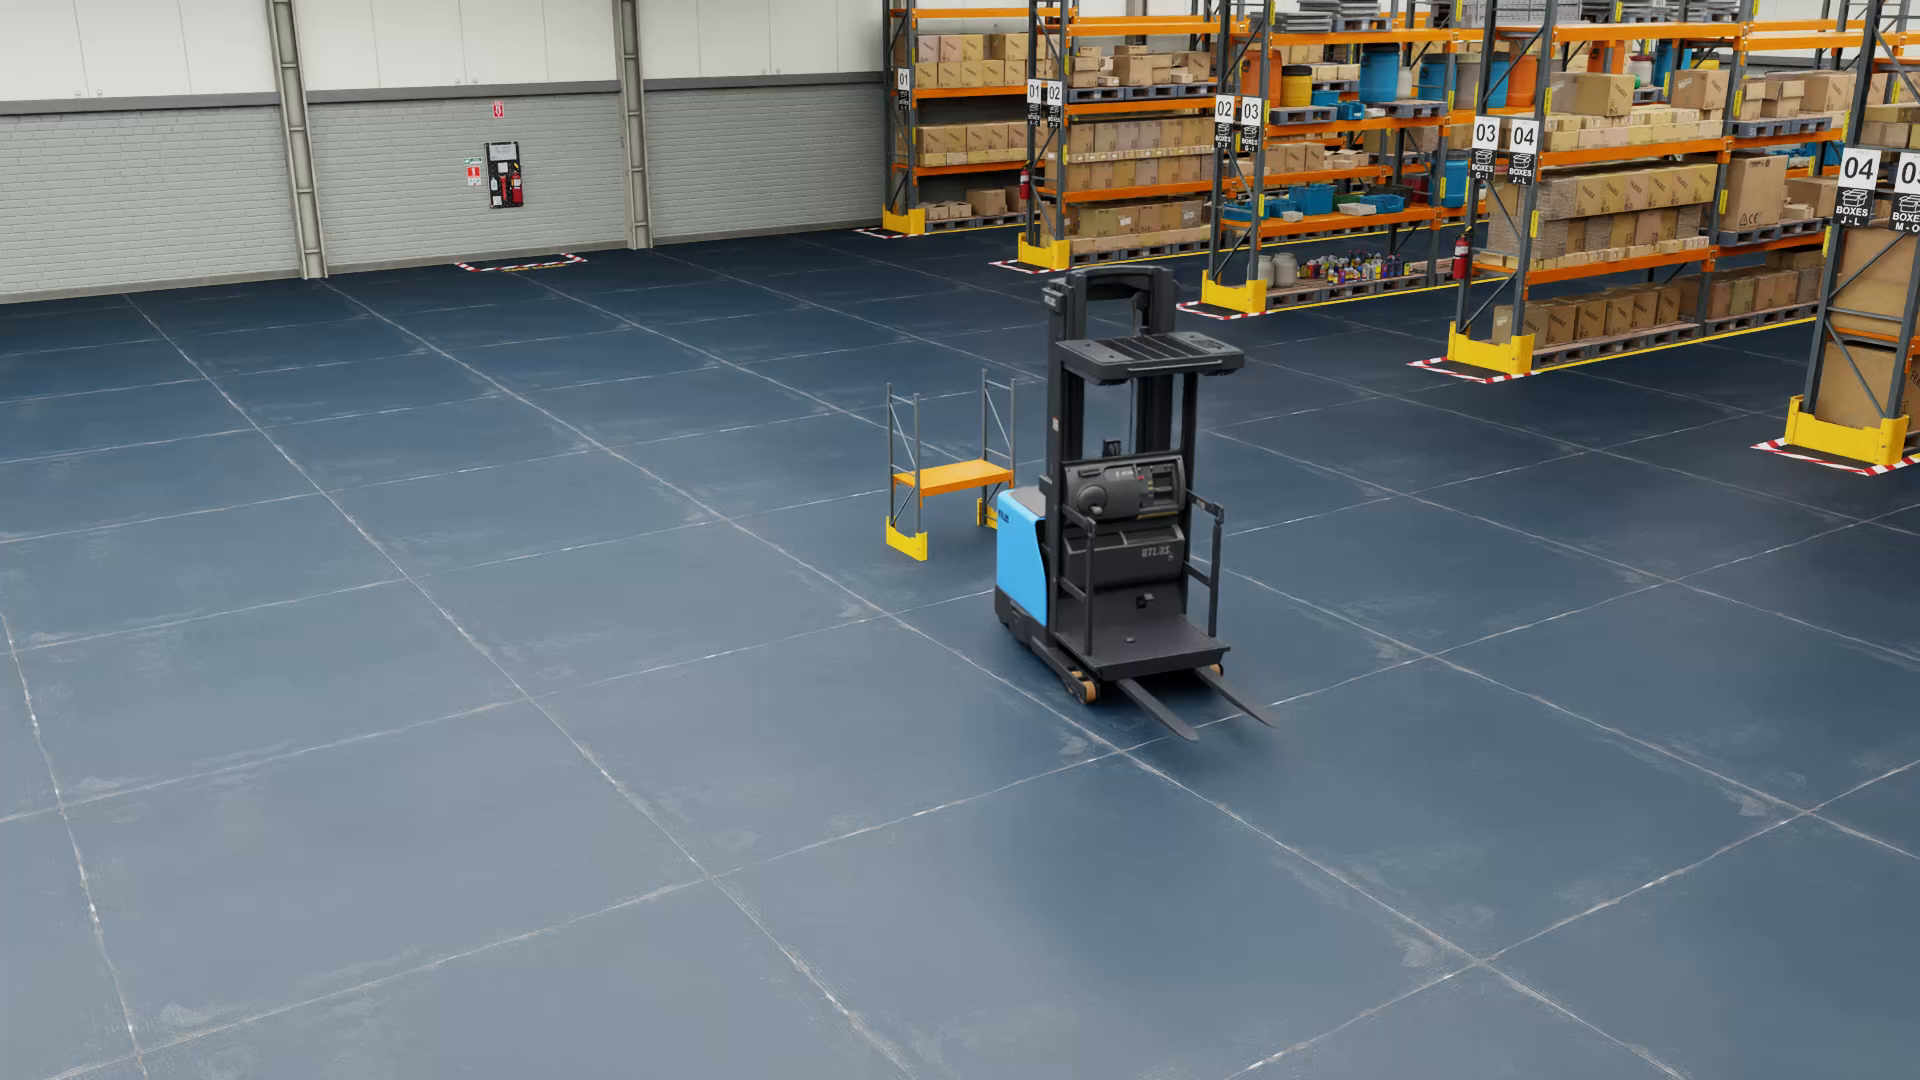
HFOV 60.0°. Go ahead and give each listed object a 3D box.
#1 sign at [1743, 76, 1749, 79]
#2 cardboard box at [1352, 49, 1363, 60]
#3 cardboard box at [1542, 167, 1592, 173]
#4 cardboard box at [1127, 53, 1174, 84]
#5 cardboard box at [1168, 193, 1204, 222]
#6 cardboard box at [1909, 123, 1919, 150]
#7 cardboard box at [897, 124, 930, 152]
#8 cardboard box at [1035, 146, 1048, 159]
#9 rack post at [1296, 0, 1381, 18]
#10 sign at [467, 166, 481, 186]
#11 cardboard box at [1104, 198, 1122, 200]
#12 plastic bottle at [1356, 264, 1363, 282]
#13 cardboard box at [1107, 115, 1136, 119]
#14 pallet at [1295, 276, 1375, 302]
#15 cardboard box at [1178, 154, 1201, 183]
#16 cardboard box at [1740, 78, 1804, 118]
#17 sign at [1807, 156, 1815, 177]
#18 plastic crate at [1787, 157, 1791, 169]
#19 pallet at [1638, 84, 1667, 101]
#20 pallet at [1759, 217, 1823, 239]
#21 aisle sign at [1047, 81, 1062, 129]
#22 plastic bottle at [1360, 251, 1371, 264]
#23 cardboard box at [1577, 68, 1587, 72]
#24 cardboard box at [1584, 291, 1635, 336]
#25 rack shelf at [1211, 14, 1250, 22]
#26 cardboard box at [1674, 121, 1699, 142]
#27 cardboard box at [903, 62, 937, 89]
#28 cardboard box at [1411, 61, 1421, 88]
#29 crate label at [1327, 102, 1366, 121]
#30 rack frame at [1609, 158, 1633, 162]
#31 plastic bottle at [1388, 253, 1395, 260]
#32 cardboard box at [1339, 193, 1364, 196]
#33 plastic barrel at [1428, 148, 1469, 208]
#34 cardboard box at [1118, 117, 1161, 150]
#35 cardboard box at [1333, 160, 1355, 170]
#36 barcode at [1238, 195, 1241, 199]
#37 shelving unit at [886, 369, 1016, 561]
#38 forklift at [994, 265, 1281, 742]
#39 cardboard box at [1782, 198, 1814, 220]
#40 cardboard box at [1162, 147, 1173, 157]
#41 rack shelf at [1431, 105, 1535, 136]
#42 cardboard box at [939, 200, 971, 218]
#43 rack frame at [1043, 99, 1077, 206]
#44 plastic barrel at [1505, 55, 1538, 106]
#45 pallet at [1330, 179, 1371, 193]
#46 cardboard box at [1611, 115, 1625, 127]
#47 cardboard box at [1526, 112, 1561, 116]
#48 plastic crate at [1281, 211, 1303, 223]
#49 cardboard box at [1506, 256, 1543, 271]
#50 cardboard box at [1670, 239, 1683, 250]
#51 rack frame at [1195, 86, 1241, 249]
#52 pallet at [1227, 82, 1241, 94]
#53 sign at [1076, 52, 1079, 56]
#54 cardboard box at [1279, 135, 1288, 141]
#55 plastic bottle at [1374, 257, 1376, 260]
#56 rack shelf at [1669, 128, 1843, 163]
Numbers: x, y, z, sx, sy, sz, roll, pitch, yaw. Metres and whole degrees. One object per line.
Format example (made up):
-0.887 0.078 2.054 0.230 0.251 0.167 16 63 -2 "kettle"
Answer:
14.563 -8.449 30.857 0.005 0.325 0.100 -12 22 -31 "sign"
9.535 -11.469 39.225 0.500 0.250 0.500 -12 22 -32 "cardboard box"
8.121 -4.735 22.386 0.500 0.500 0.500 -12 22 -31 "cardboard box"
3.415 -8.567 30.183 0.637 0.503 0.797 -9 21 -25 "cardboard box"
4.300 -6.342 31.787 0.500 0.500 0.500 -12 22 -31 "cardboard box"
10.152 -4.142 17.088 0.500 0.250 0.500 -12 22 -32 "cardboard box"
-0.932 -8.141 33.675 0.500 0.500 0.500 -12 22 -32 "cardboard box"
1.482 -8.101 34.726 0.500 0.250 0.500 -12 22 -31 "cardboard box"
5.841 -8.214 25.608 0.954 0.300 0.937 -12 22 -32 "rack post"
-8.714 -6.528 29.814 0.234 0.329 0.001 -12 22 -31 "sign"
3.141 -7.675 36.480 0.500 0.500 0.700 -12 22 -32 "cardboard box"
6.465 -4.324 26.923 0.097 0.271 0.097 0 19 0 "plastic bottle"
3.579 -8.970 36.250 0.500 0.500 0.700 -9 21 -24 "cardboard box"
5.977 -4.118 27.097 1.213 0.211 1.003 -12 22 -31 "pallet"
4.055 -6.961 30.995 0.500 0.500 0.700 -12 22 -32 "cardboard box"
11.538 -6.329 23.782 0.637 0.503 0.797 -11 22 -29 "cardboard box"
13.337 -5.839 26.024 0.005 0.325 0.100 -12 22 -31 "sign"
16.029 -7.395 32.603 0.300 0.233 0.416 -12 22 -31 "plastic crate"
12.715 -8.138 30.246 1.213 0.211 1.003 -12 22 -31 "pallet"
12.015 -4.692 24.739 1.213 0.211 1.003 -12 22 -31 "pallet"
1.632 -7.522 28.751 0.004 0.787 0.394 -12 22 -31 "aisle sign"
6.757 -4.646 27.754 0.185 0.351 0.144 -12 22 -31 "plastic bottle"
13.337 -10.130 36.077 0.500 0.250 0.500 -12 22 -31 "cardboard box"
8.999 -3.160 23.154 0.500 0.500 0.500 -14 23 -36 "cardboard box"
7.143 -11.781 37.789 4.000 0.370 1.077 -12 22 -31 "rack shelf"
9.626 -5.548 22.523 0.500 0.250 0.500 -11 22 -30 "cardboard box"
-0.792 -9.178 32.838 0.500 0.500 0.500 -11 22 -30 "cardboard box"
8.972 -9.437 33.635 0.500 0.500 0.910 -12 22 -31 "cardboard box"
5.985 -6.650 25.780 0.408 0.251 0.502 -12 22 -31 "crate label"
14.882 -9.202 37.780 0.127 3.000 1.000 -12 22 -31 "rack frame"
7.122 -4.564 27.511 0.185 0.351 0.144 -12 22 -31 "plastic bottle"
7.898 -6.797 33.427 0.500 0.311 0.500 -11 22 -30 "cardboard box"
8.070 -5.987 27.488 0.708 0.901 0.600 -12 22 -31 "plastic barrel"
3.235 -7.405 30.283 0.500 0.500 0.700 -12 22 -31 "cardboard box"
7.601 -7.441 32.965 0.250 0.149 0.380 -12 22 -31 "cardboard box"
5.302 -6.501 31.507 0.075 0.075 0.001 -12 22 -31 "barcode"
-0.064 -0.697 14.965 1.083 1.500 0.587 -12 22 -31 "shelving unit"
1.269 -0.374 11.773 1.130 2.935 3.031 -7 20 -19 "forklift"
12.401 -4.912 24.644 0.258 0.266 0.396 -13 22 -33 "cardboard box"
3.689 -7.114 30.436 0.250 0.149 0.380 -11 22 -30 "cardboard box"
9.251 -7.195 28.283 4.000 0.370 1.077 -12 22 -31 "rack shelf"
-0.105 -6.841 34.307 0.500 0.311 0.500 -10 21 -27 "cardboard box"
2.132 -8.413 35.445 0.127 3.000 1.000 -12 22 -31 "rack frame"
9.570 -7.890 28.545 0.708 0.830 0.600 -12 22 -31 "plastic barrel"
9.491 -8.614 40.394 1.213 0.211 1.003 -12 22 -31 "pallet"
8.426 -5.479 21.695 0.250 0.149 0.380 -13 23 -34 "cardboard box"
7.671 -5.547 21.897 0.250 0.149 0.380 -12 22 -31 "cardboard box"
5.164 -5.005 25.776 0.250 0.136 0.298 -12 22 -31 "plastic crate"
7.333 -3.601 21.604 0.250 0.149 0.380 -12 22 -31 "cardboard box"
9.831 -4.133 23.178 0.250 0.149 0.380 -12 22 -31 "cardboard box"
4.859 -7.088 31.528 0.127 3.000 1.000 -12 22 -31 "rack frame"
5.589 -8.577 31.548 1.217 0.209 0.805 -13 23 -34 "pallet"
2.437 -9.935 34.456 0.005 0.325 0.100 -12 22 -31 "sign"
7.373 -9.321 38.493 0.250 0.149 0.380 -11 22 -30 "cardboard box"
6.988 -4.689 28.112 0.097 0.201 0.097 0 19 0 "plastic bottle"
11.975 -5.870 24.365 4.000 0.370 1.077 -12 22 -31 "rack shelf"
